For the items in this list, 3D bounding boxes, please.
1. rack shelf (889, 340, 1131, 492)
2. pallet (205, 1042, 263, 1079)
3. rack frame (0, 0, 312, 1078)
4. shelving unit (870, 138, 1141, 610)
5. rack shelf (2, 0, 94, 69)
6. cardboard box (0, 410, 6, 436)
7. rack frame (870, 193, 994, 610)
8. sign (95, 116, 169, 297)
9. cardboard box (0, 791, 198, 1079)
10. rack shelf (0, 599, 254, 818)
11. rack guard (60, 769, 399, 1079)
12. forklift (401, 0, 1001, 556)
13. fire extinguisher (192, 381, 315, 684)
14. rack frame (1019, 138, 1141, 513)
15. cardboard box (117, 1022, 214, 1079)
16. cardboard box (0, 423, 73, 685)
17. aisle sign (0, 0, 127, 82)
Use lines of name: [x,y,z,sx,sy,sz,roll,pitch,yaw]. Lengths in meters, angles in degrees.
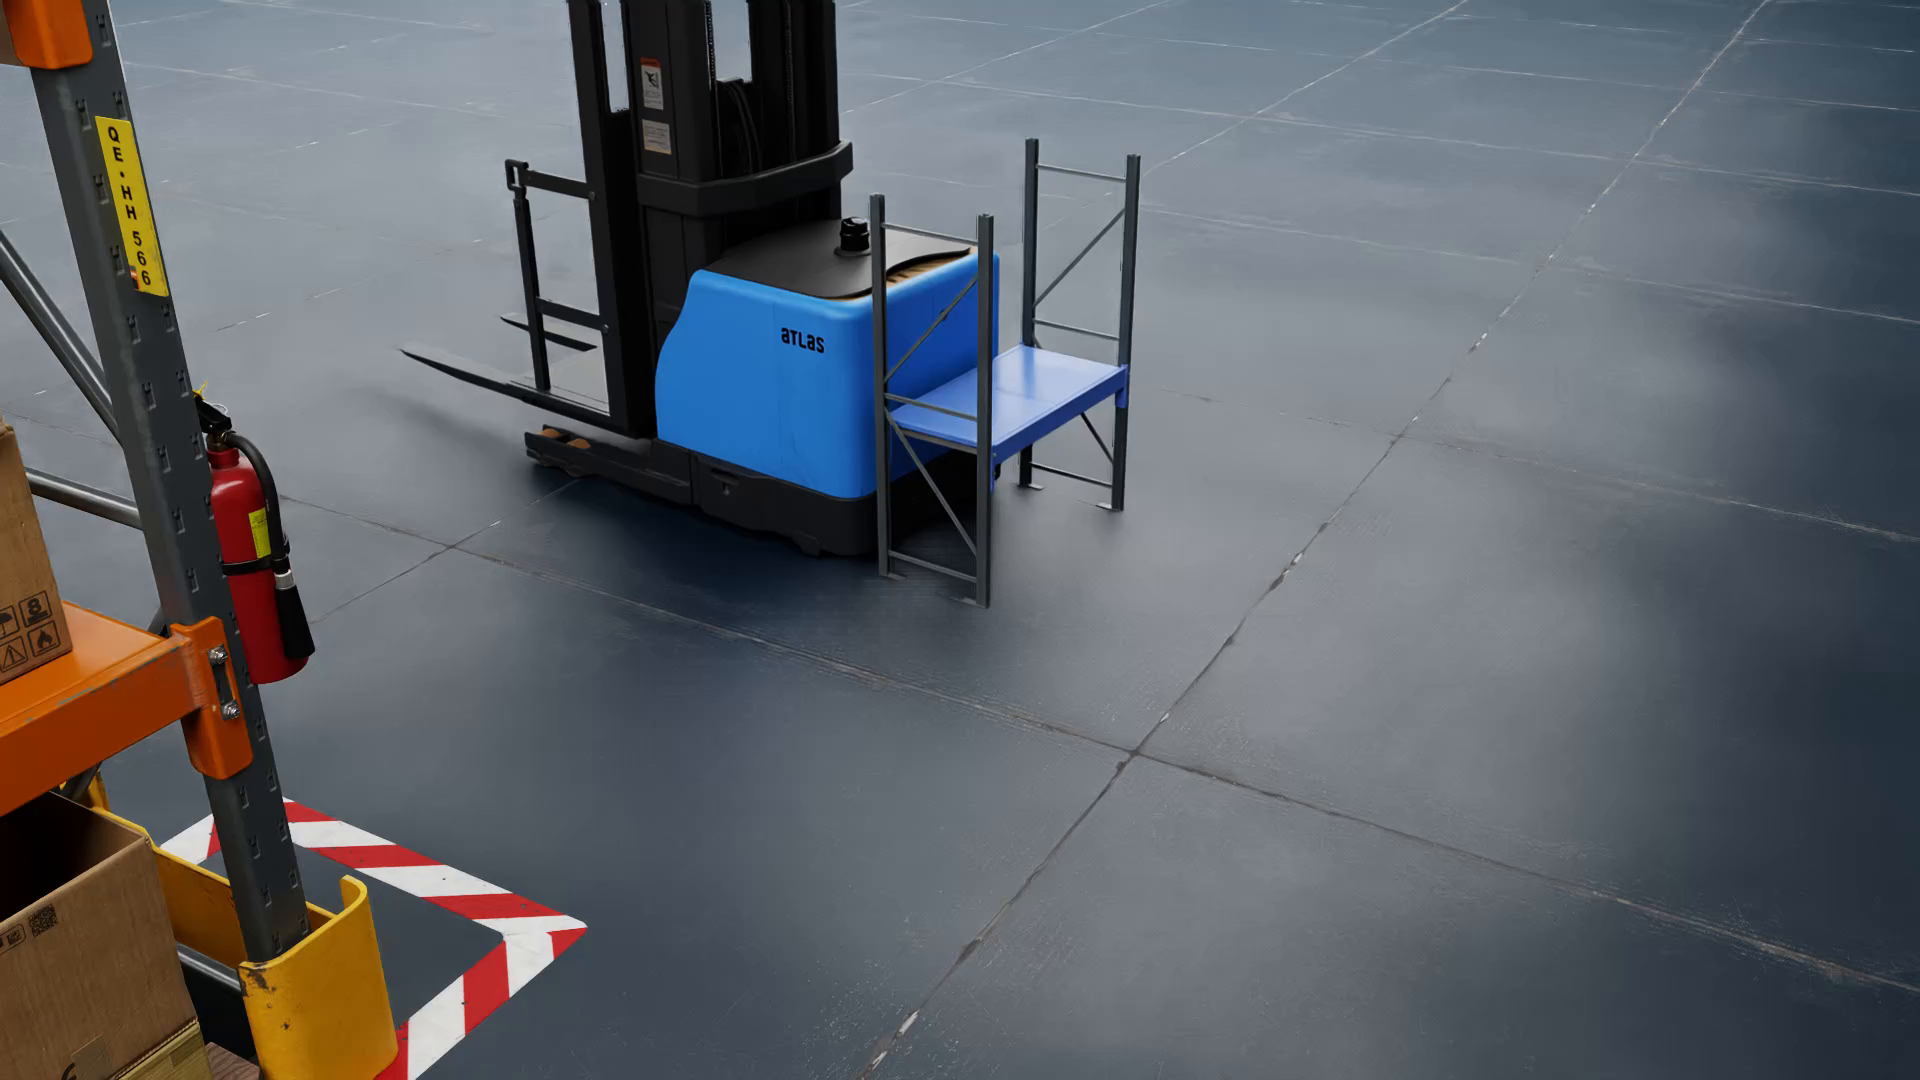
rack shelf: [0.186,-0.504,6.482,0.538,0.185,1.000,17,31,30]
pallet: [-2.331,1.441,3.635,1.003,0.211,1.213,14,30,26]
rack frame: [-1.992,-0.113,3.624,1.000,3.000,0.127,14,30,26]
shelving unit: [0.186,-0.664,6.401,0.538,1.500,1.048,17,31,30]
rack shelf: [-2.976,-0.353,1.557,1.077,0.370,4.000,14,30,26]
cardboard box: [-2.014,-0.257,3.075,0.380,0.149,0.250,14,30,25]
rack frame: [-0.102,-0.477,6.026,0.500,1.500,0.032,17,31,30]
sign: [-1.526,-0.612,3.063,0.100,0.325,0.005,14,30,26]
cardboard box: [-1.996,0.868,3.429,0.500,0.500,0.500,14,30,26]
rack shelf: [-2.976,0.988,2.228,1.077,0.370,4.000,14,30,26]
rack guard: [-1.980,0.996,4.202,1.175,0.500,0.348,14,30,26]
forklift: [-1.312,-1.757,6.985,3.031,2.935,1.130,18,32,32]
fire extinguisher: [-1.529,-0.022,3.529,0.296,0.674,0.183,14,30,26]
rack frame: [0.473,-0.852,6.776,0.500,1.500,0.032,17,31,30]
cardboard box: [-1.998,1.203,3.598,0.500,0.250,0.500,14,30,26]
cardboard box: [-2.232,0.022,3.244,0.700,0.500,0.500,14,30,26]
aisle sign: [-1.704,-1.236,2.964,0.394,0.787,0.004,14,30,26]
